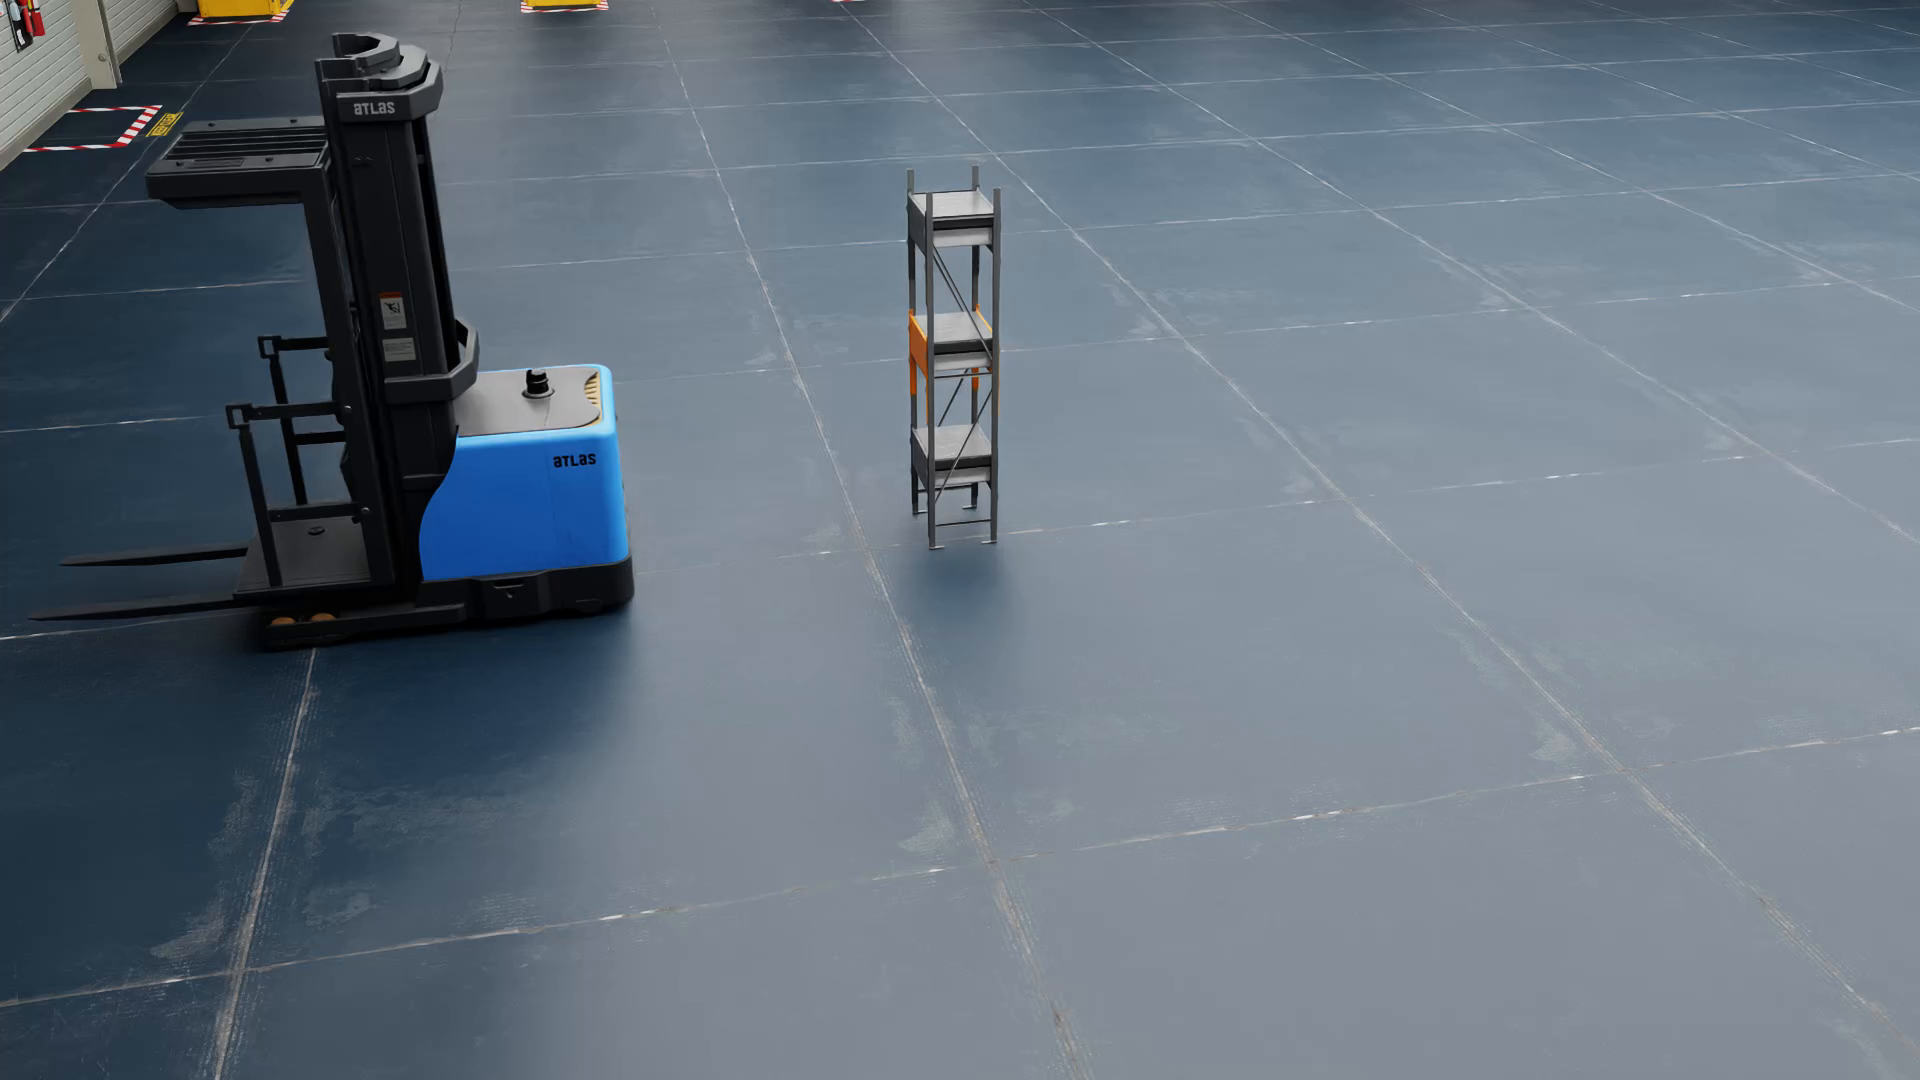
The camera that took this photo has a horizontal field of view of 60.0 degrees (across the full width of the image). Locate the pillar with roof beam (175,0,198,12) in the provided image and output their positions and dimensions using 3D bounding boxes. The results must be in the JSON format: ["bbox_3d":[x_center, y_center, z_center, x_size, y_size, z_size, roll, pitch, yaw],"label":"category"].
[{"bbox_3d":[-8.073,-12.897,25.315,9.100,9.000,0.400,-6,27,-12],"label":"pillar with roof beam"}]

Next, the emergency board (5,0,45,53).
[{"bbox_3d":[-10.396,-6.059,18.425,0.194,1.169,0.643,-6,27,-12],"label":"emergency board"}]

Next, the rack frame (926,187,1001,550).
[{"bbox_3d":[0.018,-0.903,9.209,0.400,2.100,0.015,-6,27,-12],"label":"rack frame"}]

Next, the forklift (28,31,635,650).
[{"bbox_3d":[-3.336,-0.999,8.477,3.031,2.935,1.130,-6,27,-11],"label":"forklift"}]

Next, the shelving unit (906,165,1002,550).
[{"bbox_3d":[-0.037,-1.010,9.421,0.431,2.100,0.503,-6,27,-12],"label":"shelving unit"}]

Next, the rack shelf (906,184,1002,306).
[{"bbox_3d":[-0.037,-1.623,9.112,0.431,0.518,0.480,-6,27,-12],"label":"rack shelf"}]

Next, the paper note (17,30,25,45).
[{"bbox_3d":[-10.423,-5.581,18.455,0.016,0.148,0.142,-6,27,-12],"label":"paper note"}]

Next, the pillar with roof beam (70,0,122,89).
[{"bbox_3d":[-6.721,-10.263,20.096,9.100,9.000,0.400,-6,27,-12],"label":"pillar with roof beam"}]

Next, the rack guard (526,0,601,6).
[{"bbox_3d":[-6.436,-8.940,26.908,1.175,0.500,0.348,-6,27,-12],"label":"rack guard"}]

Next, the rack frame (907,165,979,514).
[{"bbox_3d":[-0.092,-1.117,9.633,0.400,2.100,0.015,-6,27,-12],"label":"rack frame"}]

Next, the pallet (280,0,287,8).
[{"bbox_3d":[-11.433,-8.711,26.774,1.003,0.211,1.213,-6,27,-12],"label":"pallet"}]

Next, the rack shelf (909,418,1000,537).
[{"bbox_3d":[-0.037,-0.373,9.742,0.431,0.518,0.480,-6,27,-12],"label":"rack shelf"}]

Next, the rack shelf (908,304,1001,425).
[{"bbox_3d":[-0.037,-0.998,9.427,0.431,0.518,0.480,-6,27,-12],"label":"rack shelf"}]

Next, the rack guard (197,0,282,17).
[{"bbox_3d":[-11.284,-8.479,25.995,1.175,0.500,0.348,-6,27,-12],"label":"rack guard"}]

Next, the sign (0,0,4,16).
[{"bbox_3d":[-10.372,-5.821,17.915,0.001,0.329,0.234,-6,27,-12],"label":"sign"}]
